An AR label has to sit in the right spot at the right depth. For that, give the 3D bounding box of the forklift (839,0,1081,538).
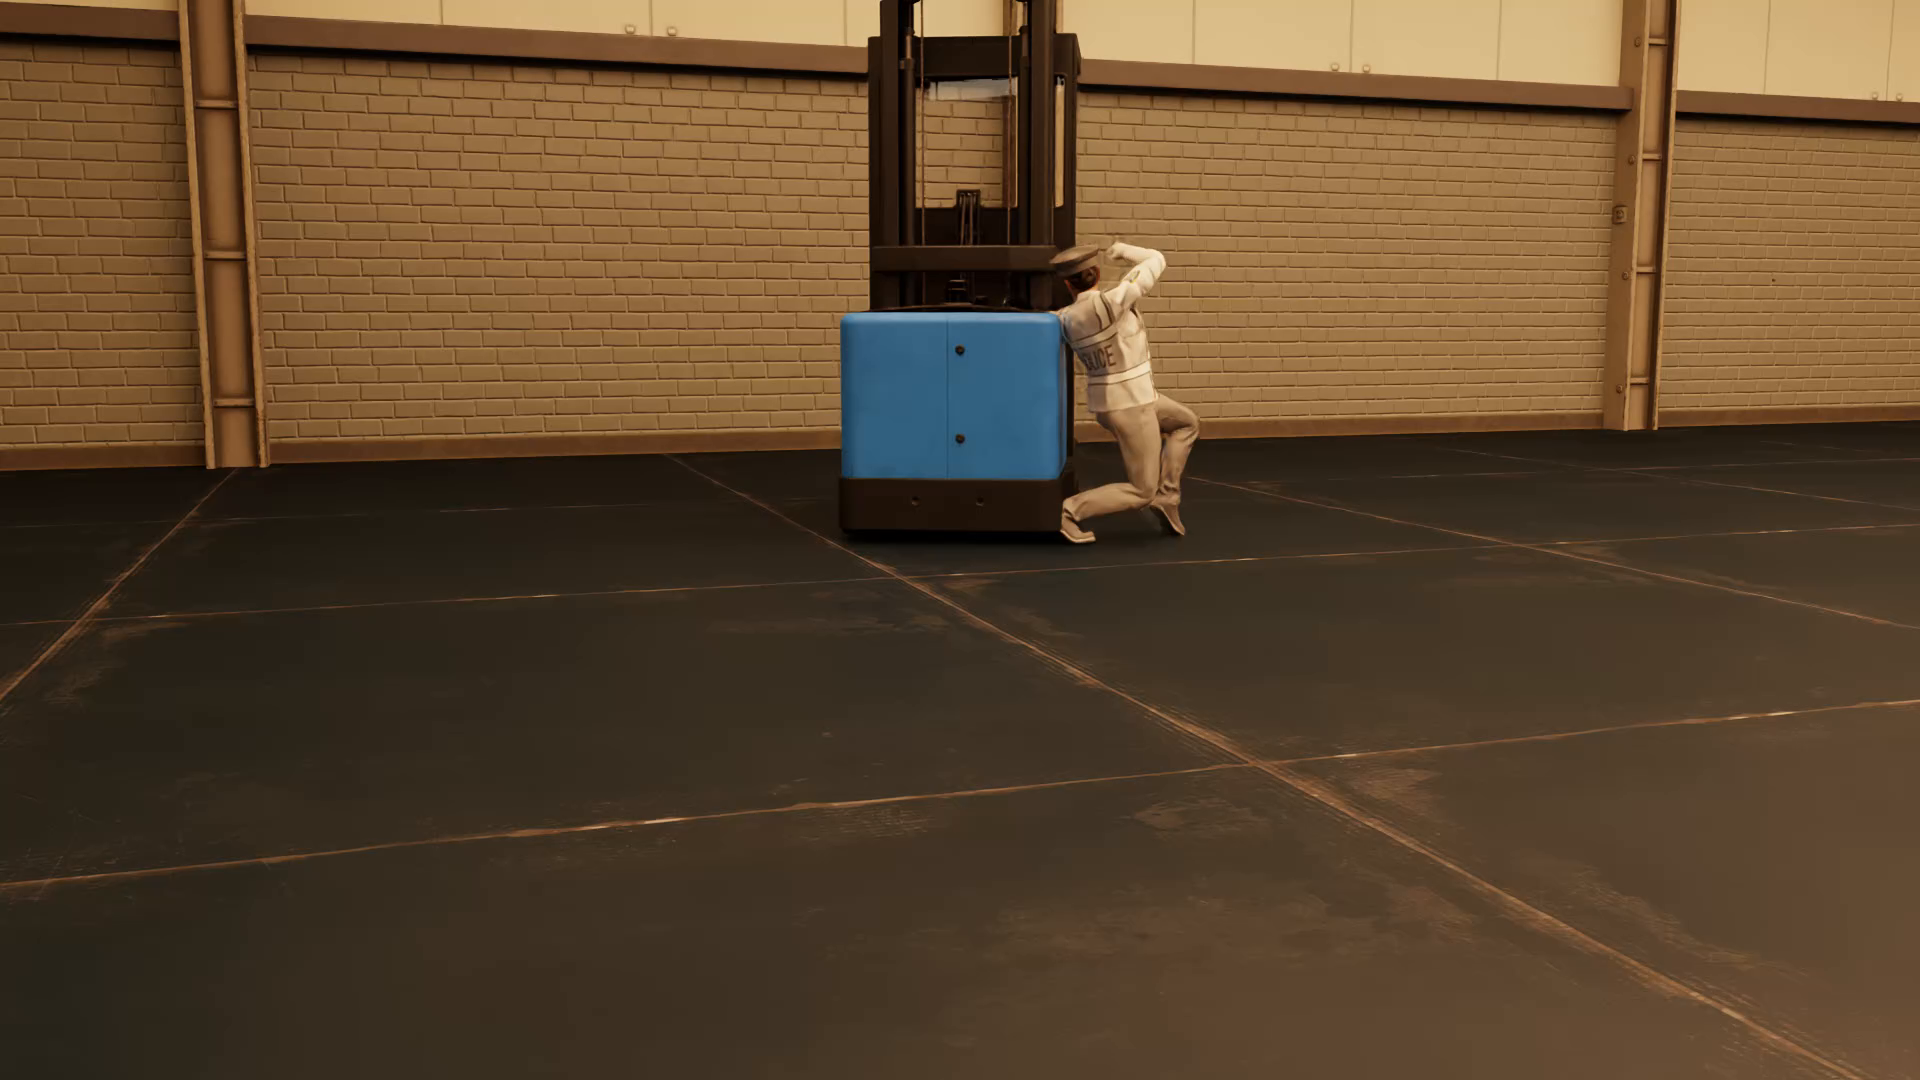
[{"bbox_3d":[0.090,-1.627,9.009,1.130,2.935,3.031,1,8,6],"label":"forklift"}]

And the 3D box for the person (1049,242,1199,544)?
[{"bbox_3d":[0.695,-0.720,8.072,0.848,1.428,0.975,-3,8,-21],"label":"person"}]
